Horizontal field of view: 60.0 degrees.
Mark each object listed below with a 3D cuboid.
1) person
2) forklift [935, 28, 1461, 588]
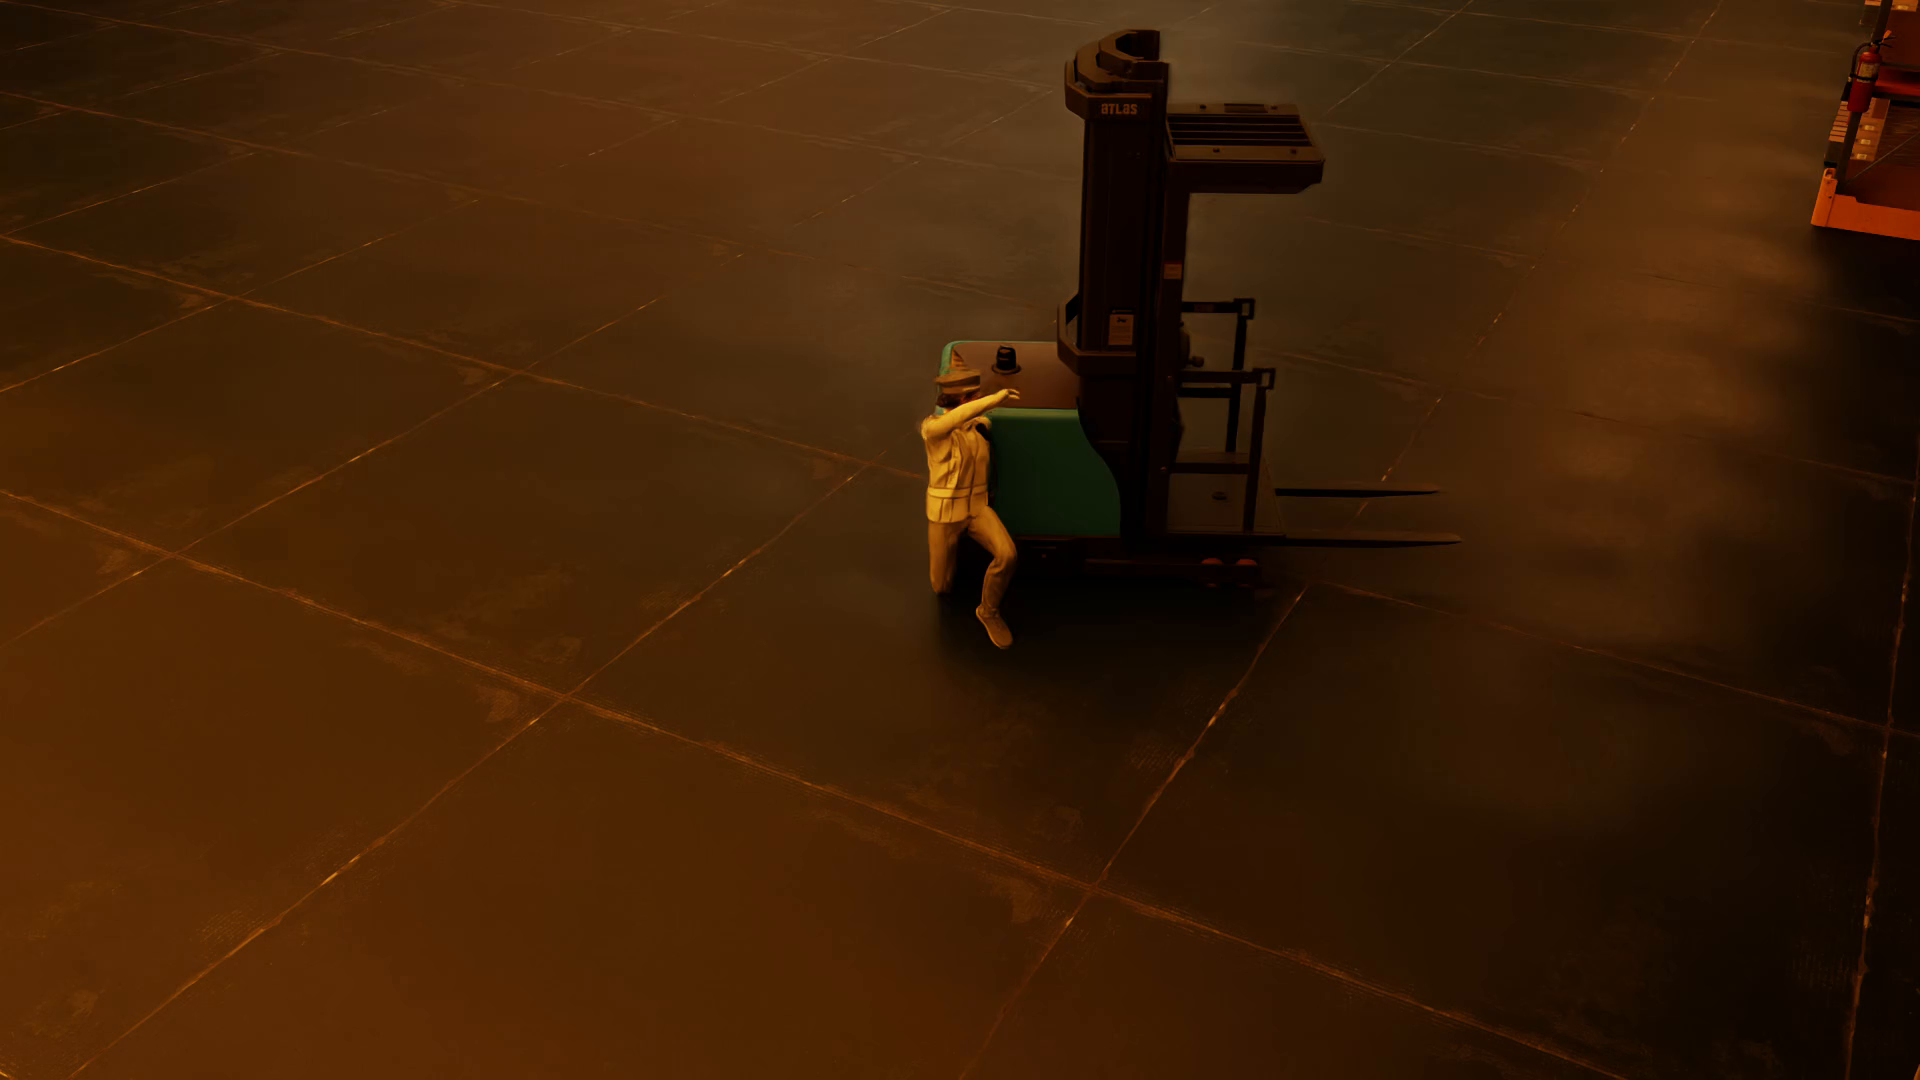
[{"bbox_3d":[0.262,-0.246,9.058,0.942,1.397,0.882,-14,33,-23],"label":"person"},{"bbox_3d":[1.378,-1.267,9.266,3.031,2.935,1.130,1,30,2],"label":"forklift"}]
